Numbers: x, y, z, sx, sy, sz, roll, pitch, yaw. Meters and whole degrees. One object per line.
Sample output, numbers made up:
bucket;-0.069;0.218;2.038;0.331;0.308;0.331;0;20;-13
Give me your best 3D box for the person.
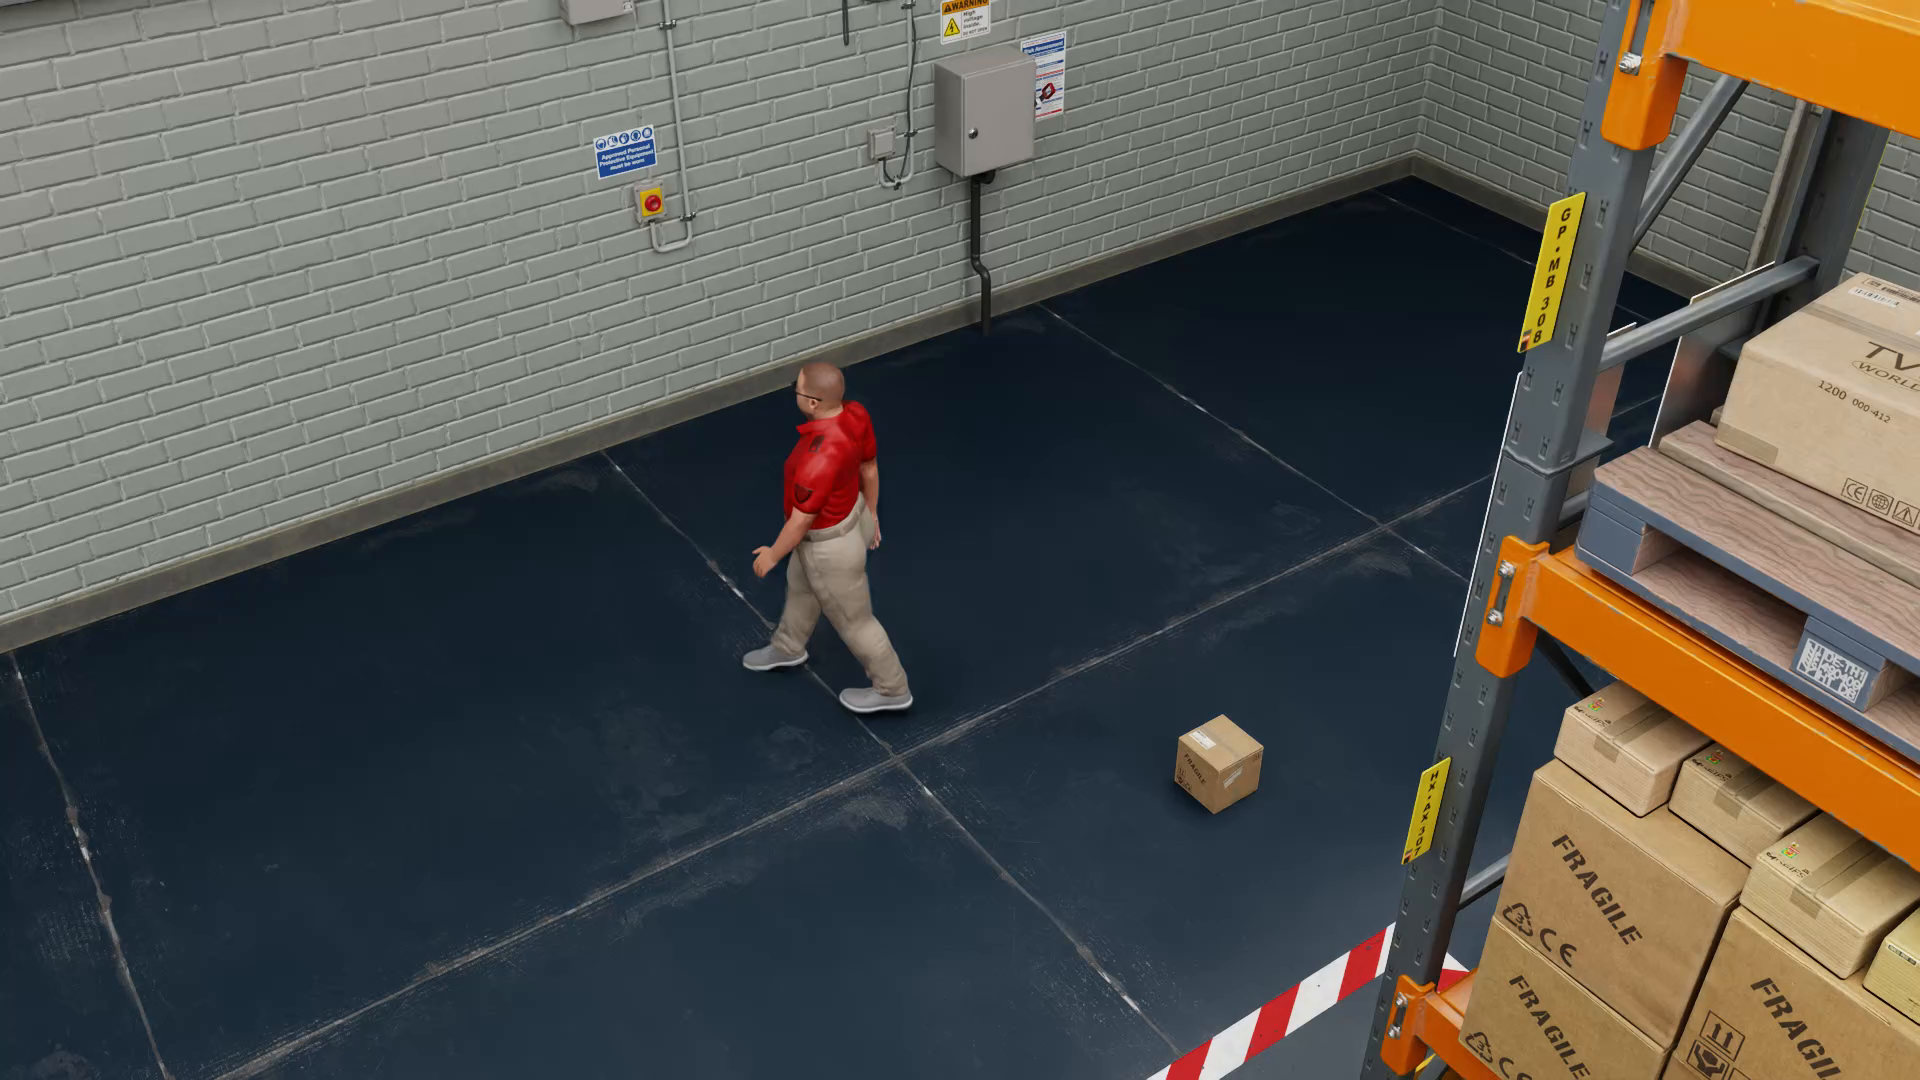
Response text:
person;-0.623;0.004;7.021;0.850;1.742;0.550;8;37;11
